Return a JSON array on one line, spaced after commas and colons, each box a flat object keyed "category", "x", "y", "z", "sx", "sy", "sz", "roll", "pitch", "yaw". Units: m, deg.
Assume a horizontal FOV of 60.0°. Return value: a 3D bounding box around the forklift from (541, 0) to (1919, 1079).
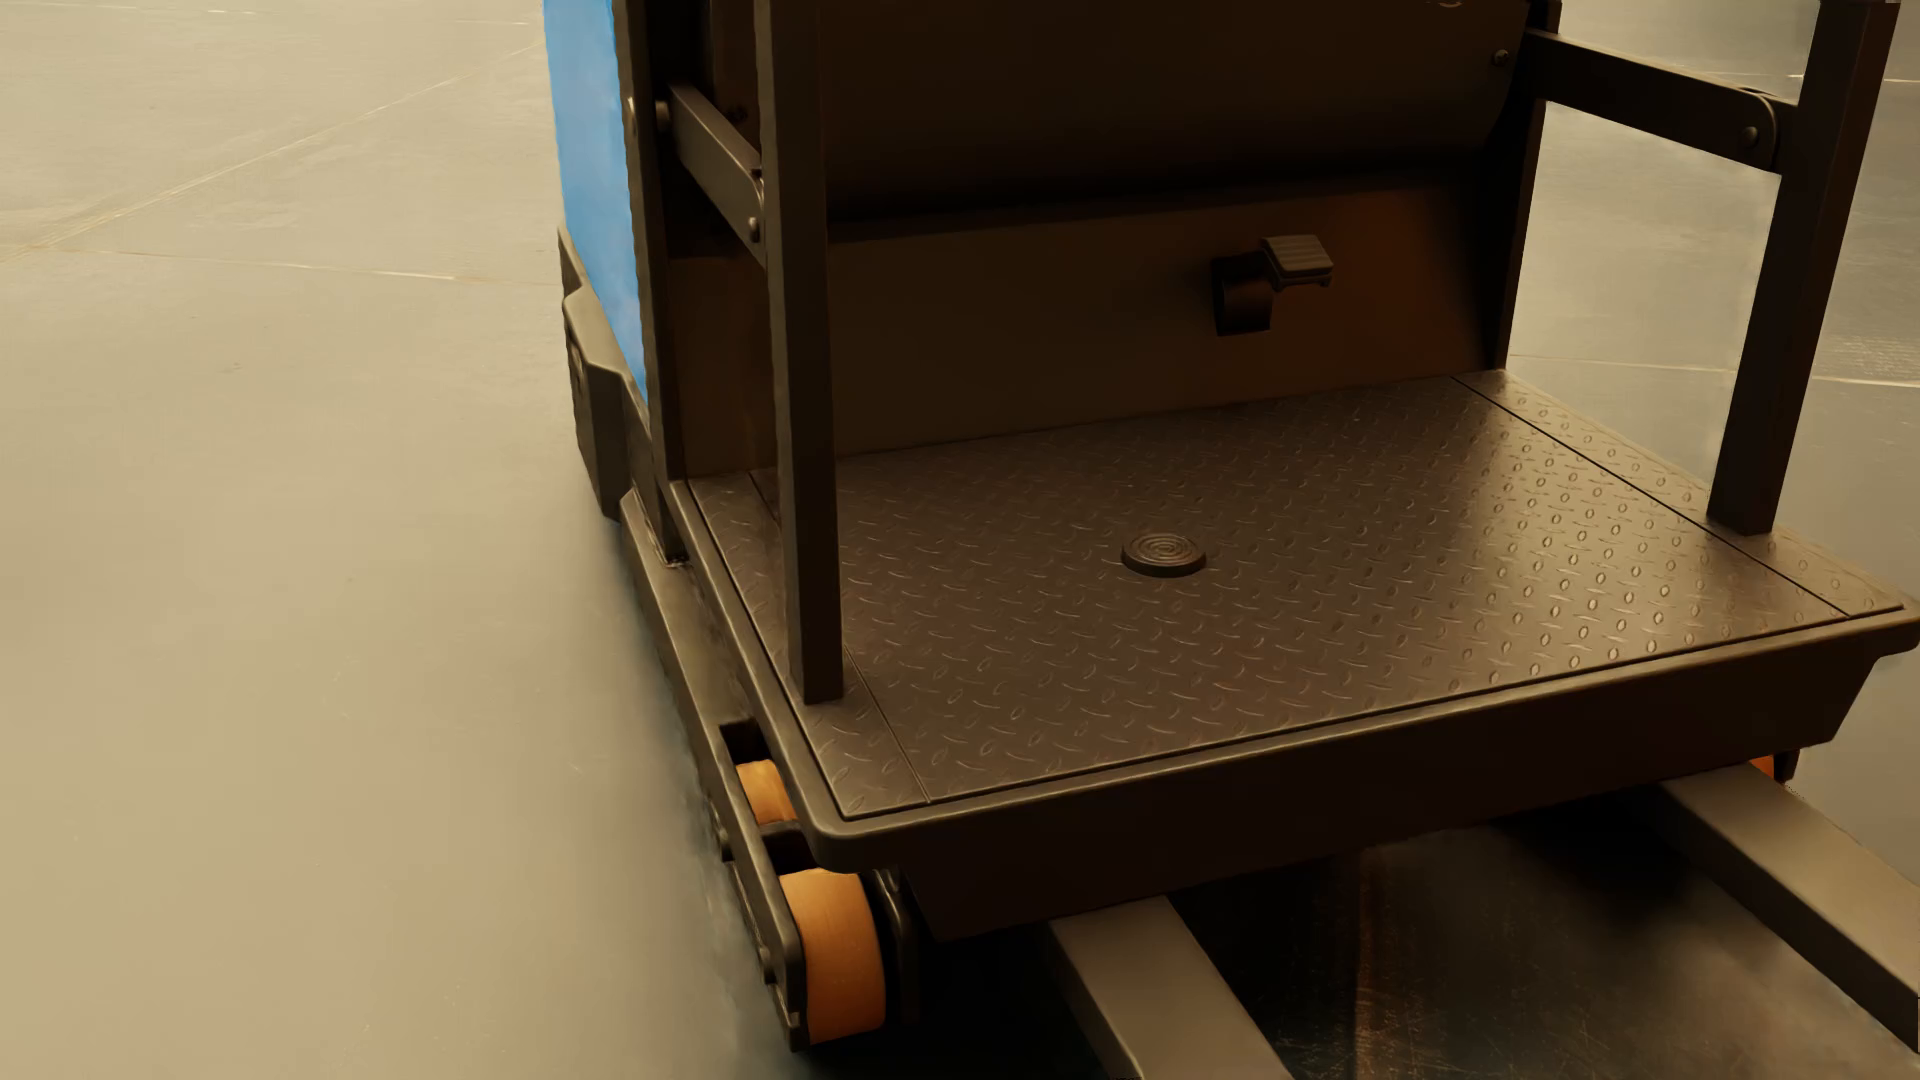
[{"category": "forklift", "x": 0.256, "y": -1.044, "z": 1.315, "sx": 1.130, "sy": 2.935, "sz": 3.031, "roll": -9, "pitch": 28, "yaw": -17}]
